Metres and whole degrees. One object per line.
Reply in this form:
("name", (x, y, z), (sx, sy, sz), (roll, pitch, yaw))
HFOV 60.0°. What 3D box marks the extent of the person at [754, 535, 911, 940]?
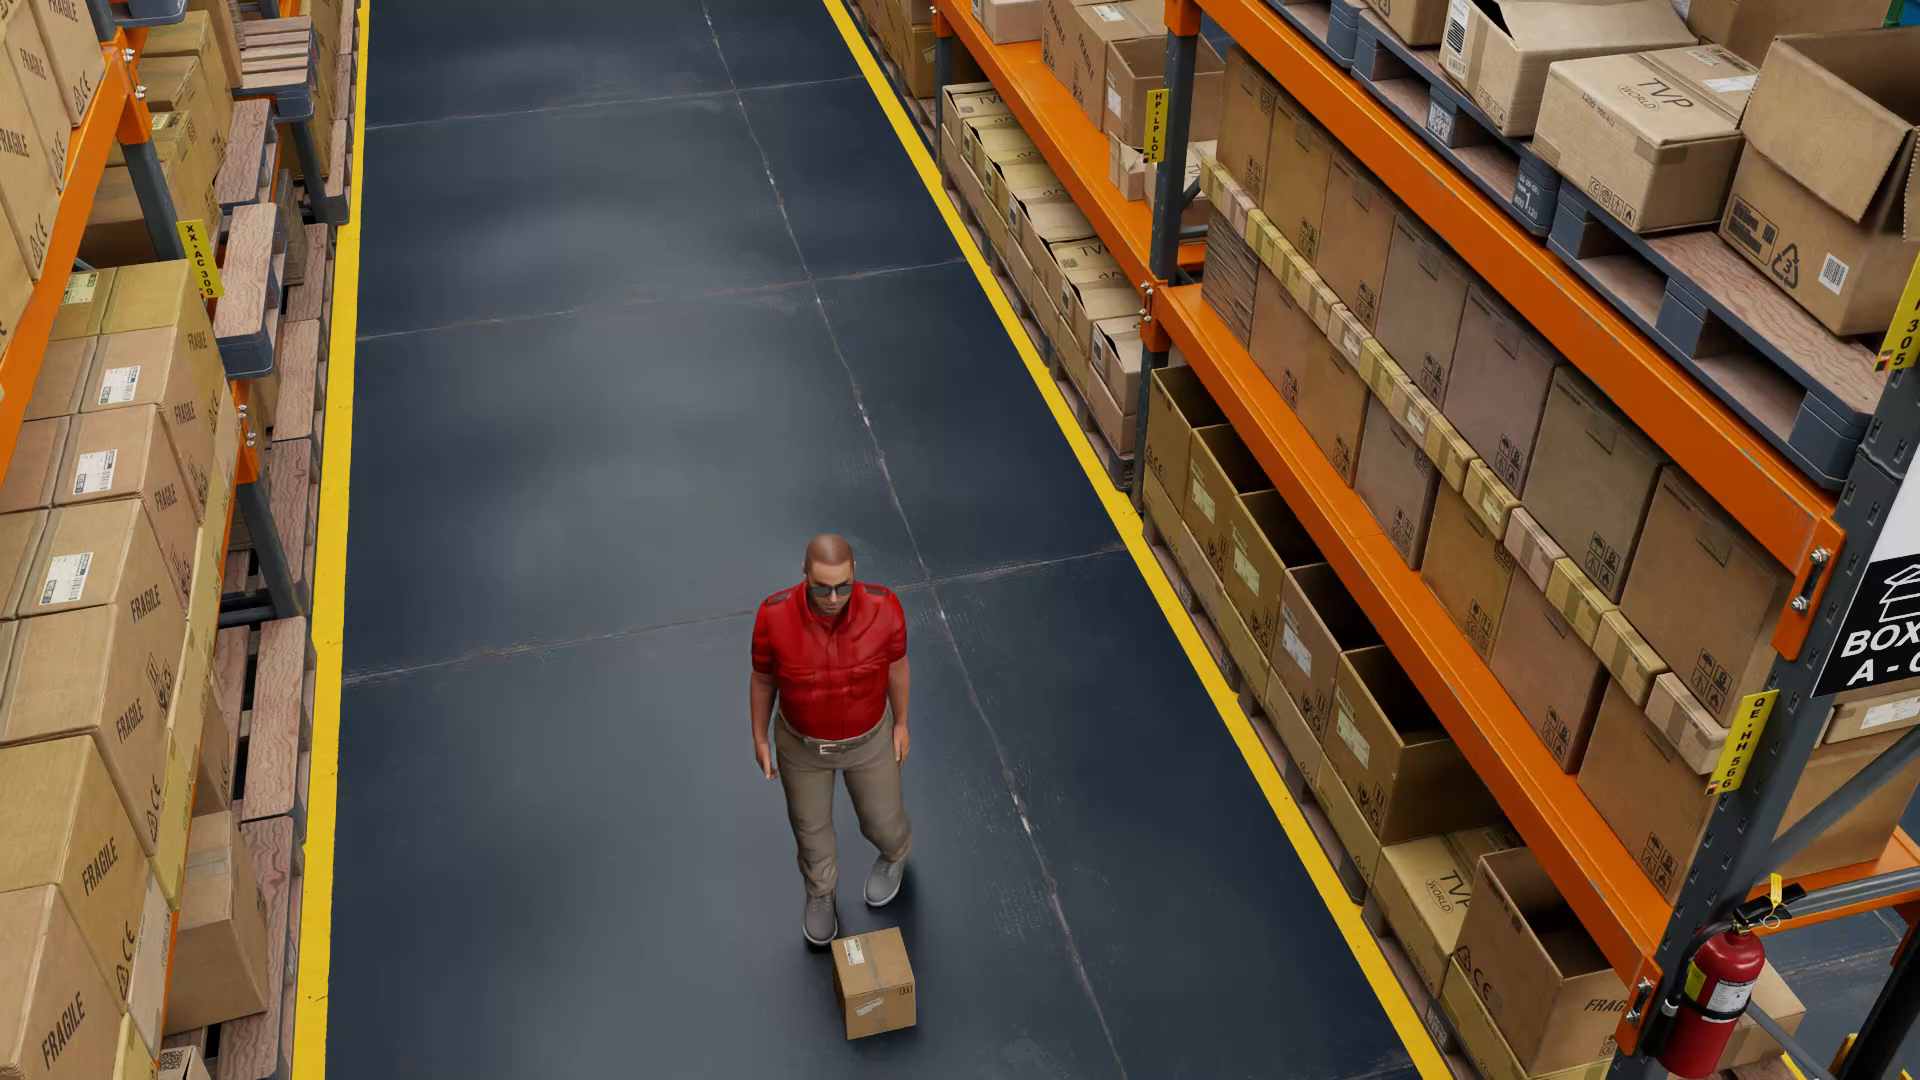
("person", (-0.417, 0.706, 5.830), (0.528, 1.723, 0.360), (-9, 39, -11))
